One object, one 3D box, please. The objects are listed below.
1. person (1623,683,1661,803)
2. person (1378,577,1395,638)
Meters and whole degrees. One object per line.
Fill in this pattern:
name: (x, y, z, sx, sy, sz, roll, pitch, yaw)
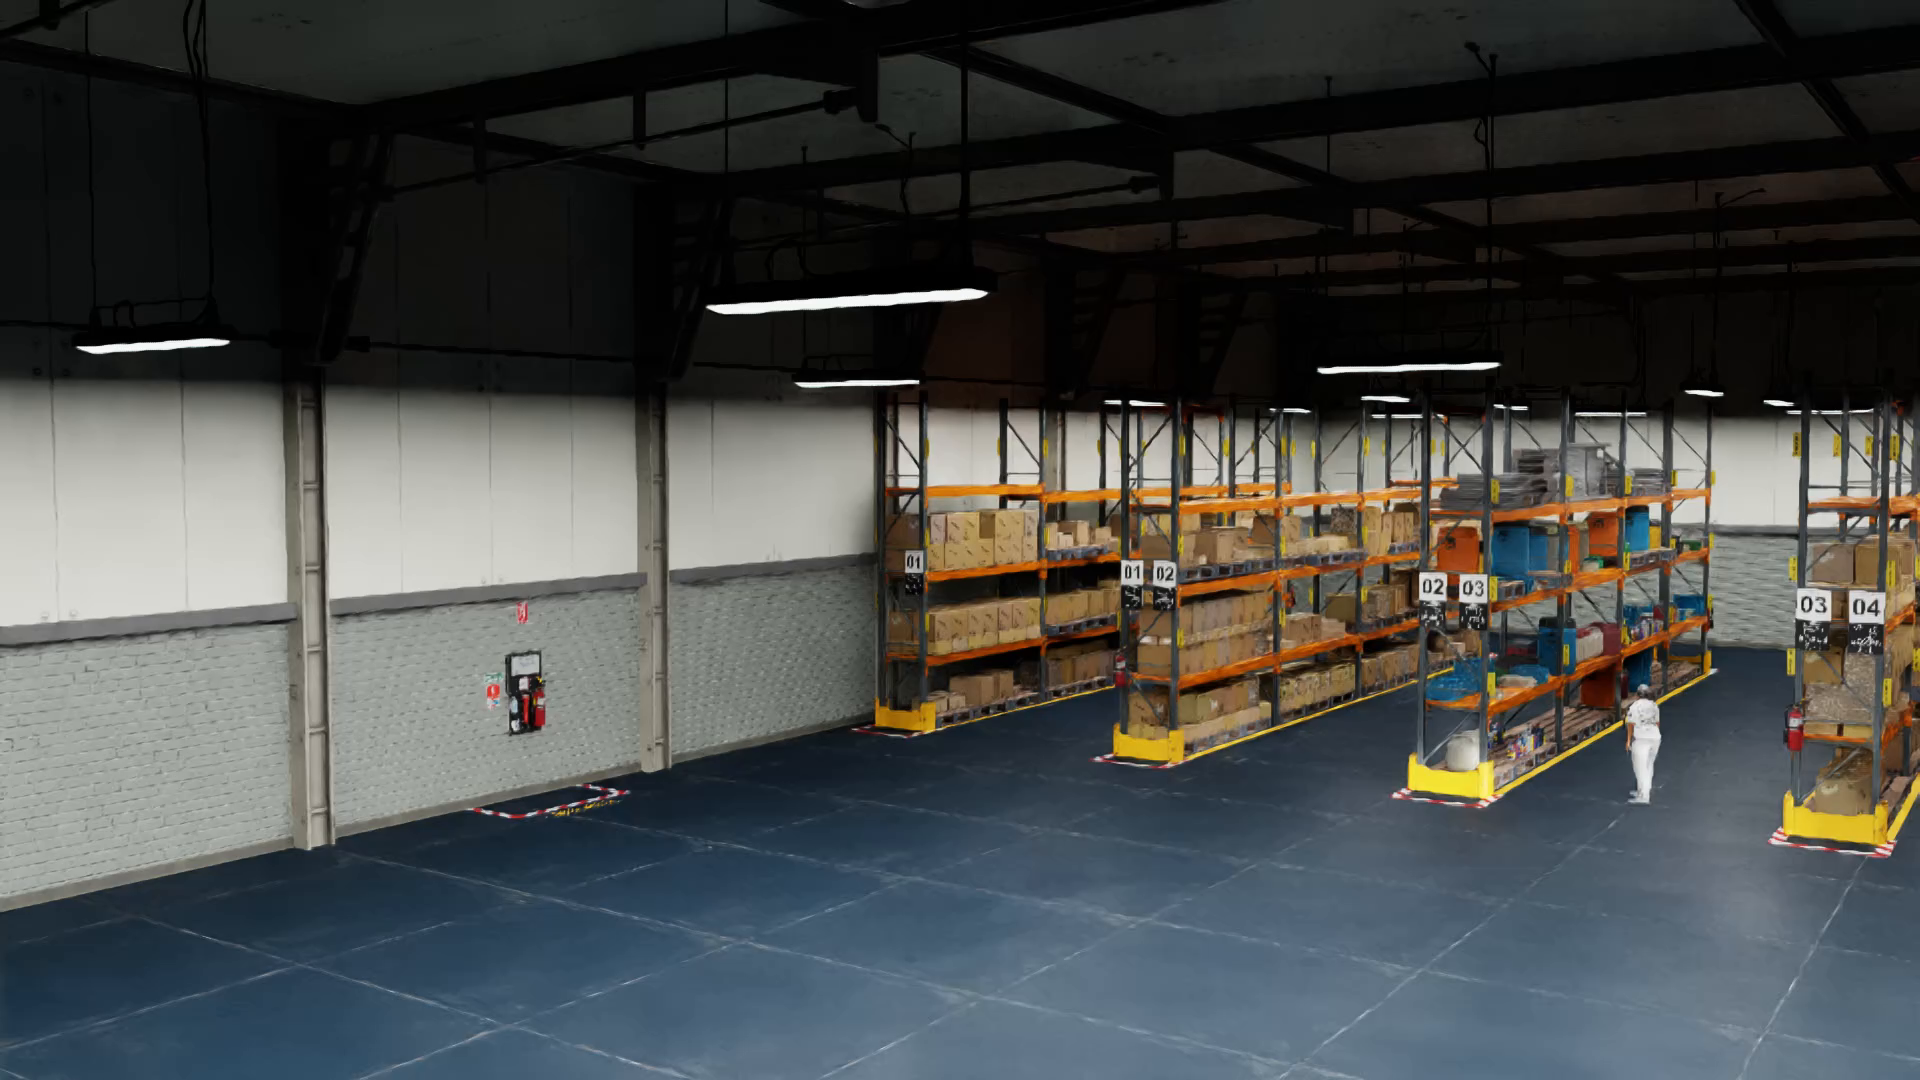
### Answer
person: (9.639, 2.855, 23.534, 0.599, 1.657, 0.550, -1, 3, -25)
person: (10.879, 1.789, 42.710, 0.691, 1.660, 0.558, -1, 3, -16)
